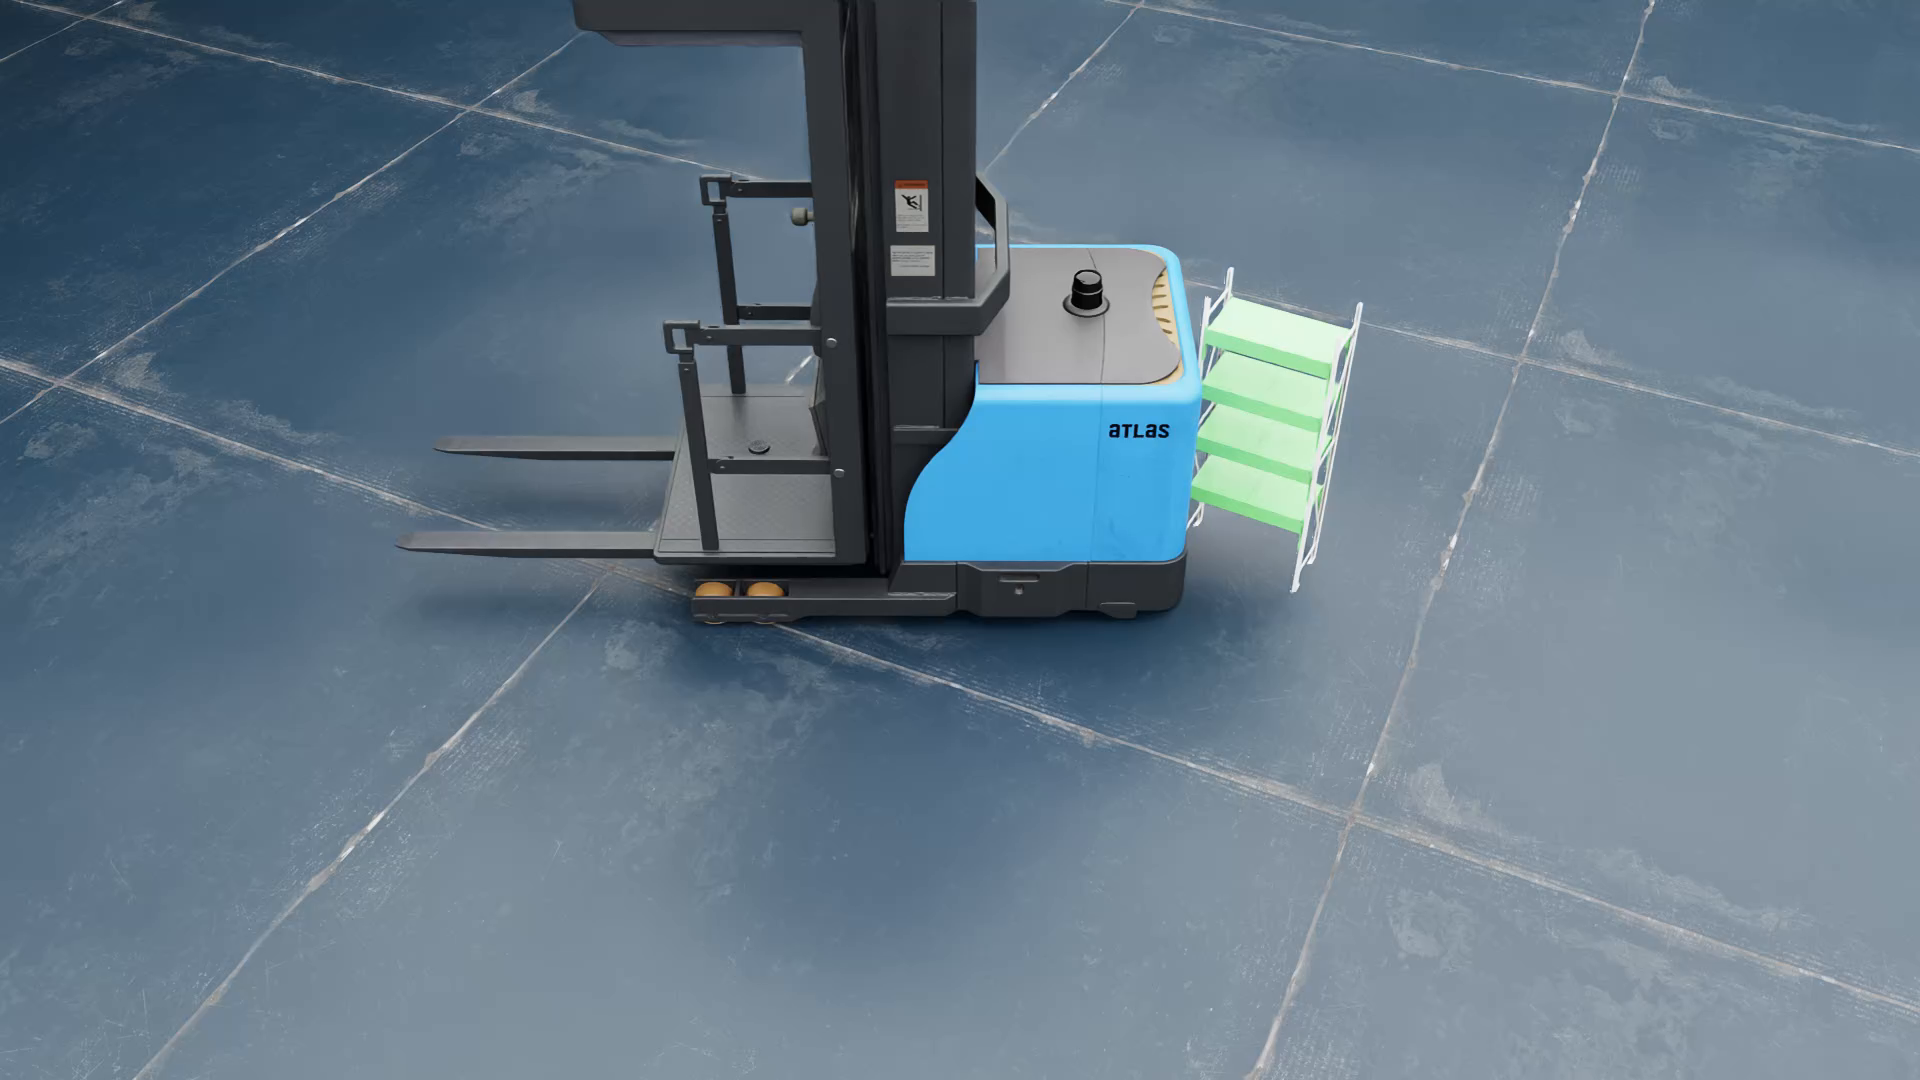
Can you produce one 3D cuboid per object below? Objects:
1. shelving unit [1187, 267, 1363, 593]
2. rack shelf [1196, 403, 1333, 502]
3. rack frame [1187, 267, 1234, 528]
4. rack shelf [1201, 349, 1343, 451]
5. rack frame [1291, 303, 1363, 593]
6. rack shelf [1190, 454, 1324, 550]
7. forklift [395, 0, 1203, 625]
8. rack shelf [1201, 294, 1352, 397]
[{"bbox_3d":[1.148,-0.393,6.287,0.503,1.200,0.258,20,45,21],"label":"shelving unit"},{"bbox_3d":[1.148,-0.345,6.329,0.480,0.148,0.258,20,45,21],"label":"rack shelf"},{"bbox_3d":[0.934,-0.470,6.376,0.015,1.200,0.240,20,45,21],"label":"rack frame"},{"bbox_3d":[1.148,-0.526,6.172,0.480,0.148,0.258,20,45,21],"label":"rack shelf"},{"bbox_3d":[1.362,-0.317,6.199,0.015,1.200,0.240,20,45,21],"label":"rack frame"},{"bbox_3d":[1.148,-0.164,6.486,0.480,0.148,0.258,20,45,21],"label":"rack shelf"},{"bbox_3d":[-0.657,-1.131,5.817,3.031,2.935,1.130,0,41,0],"label":"forklift"},{"bbox_3d":[1.148,-0.708,6.015,0.480,0.148,0.258,20,45,21],"label":"rack shelf"}]
